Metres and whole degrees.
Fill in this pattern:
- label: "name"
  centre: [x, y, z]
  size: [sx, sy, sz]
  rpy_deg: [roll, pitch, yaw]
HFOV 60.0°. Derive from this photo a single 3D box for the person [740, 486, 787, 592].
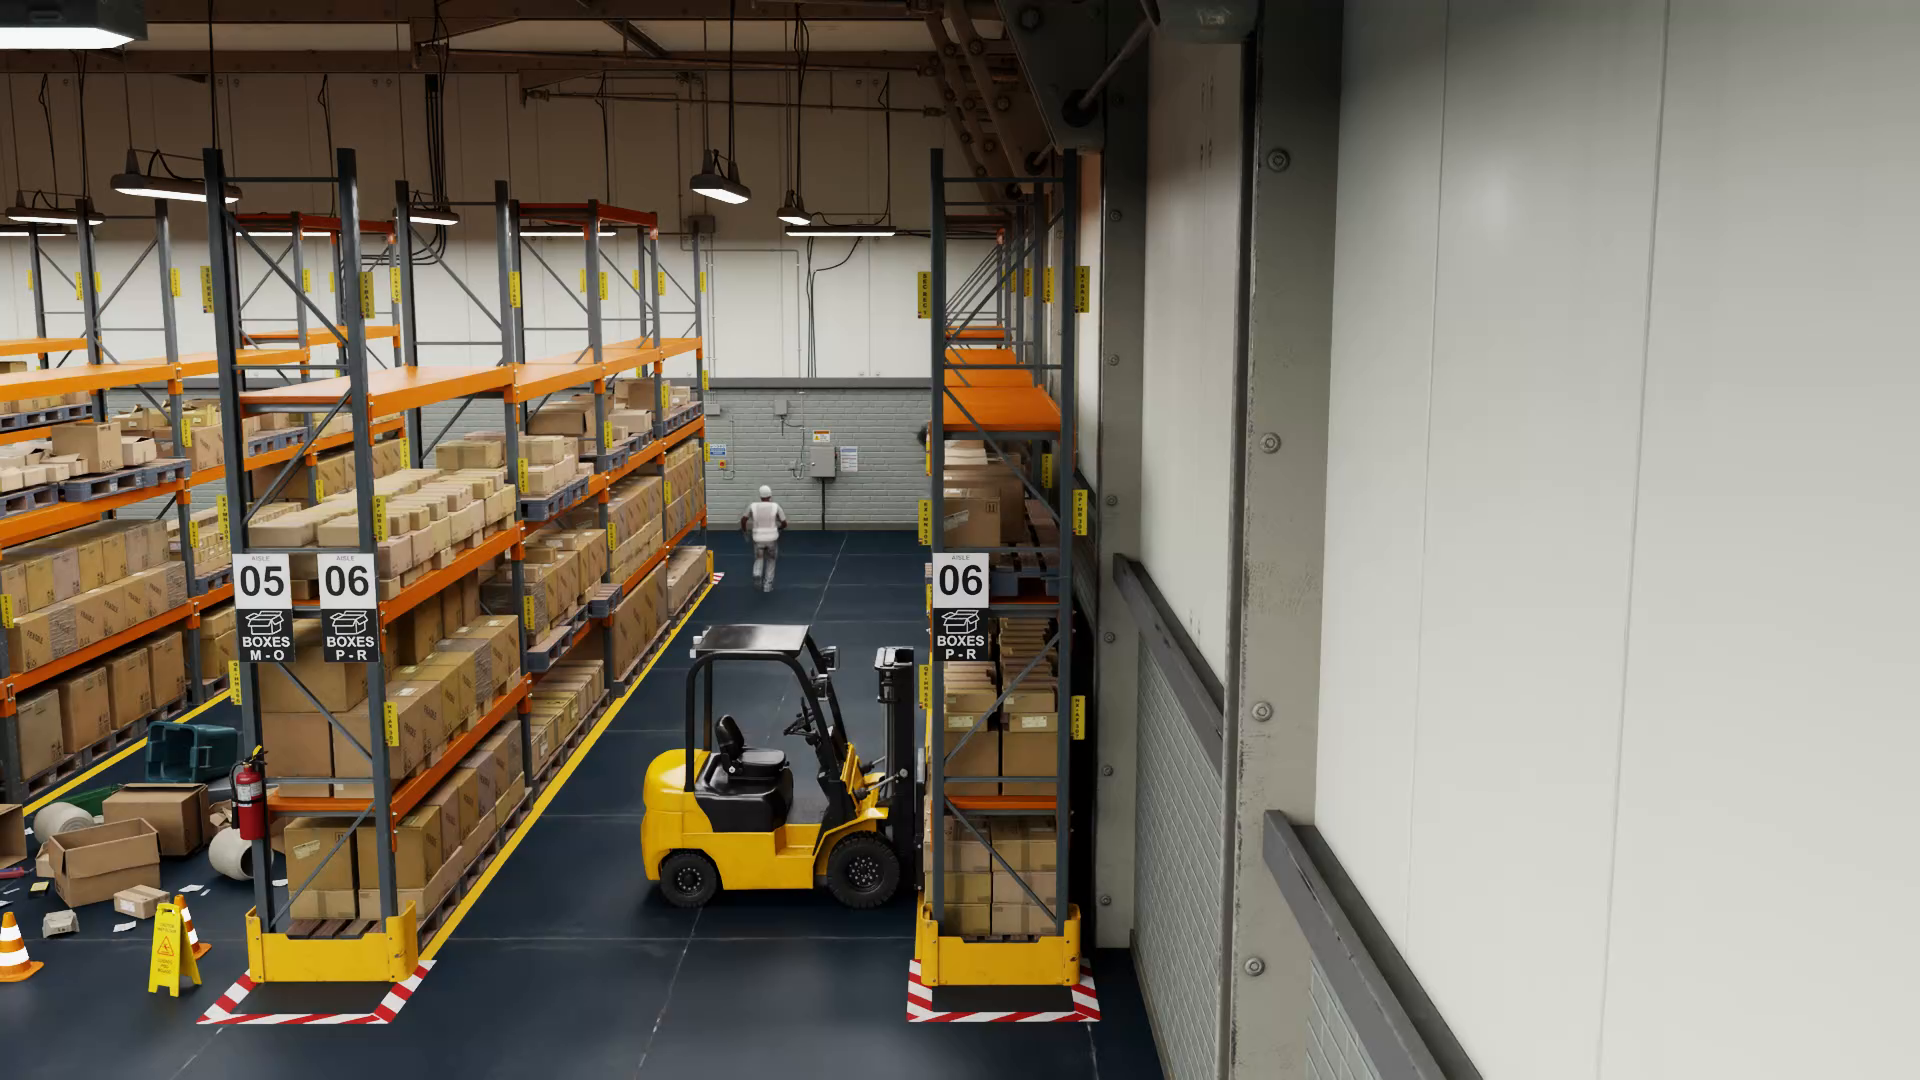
- label: "person"
  centre: [-3.176, -0.029, 27.007]
  size: [0.733, 1.731, 0.616]
  rpy_deg: [0, 9, -1]
